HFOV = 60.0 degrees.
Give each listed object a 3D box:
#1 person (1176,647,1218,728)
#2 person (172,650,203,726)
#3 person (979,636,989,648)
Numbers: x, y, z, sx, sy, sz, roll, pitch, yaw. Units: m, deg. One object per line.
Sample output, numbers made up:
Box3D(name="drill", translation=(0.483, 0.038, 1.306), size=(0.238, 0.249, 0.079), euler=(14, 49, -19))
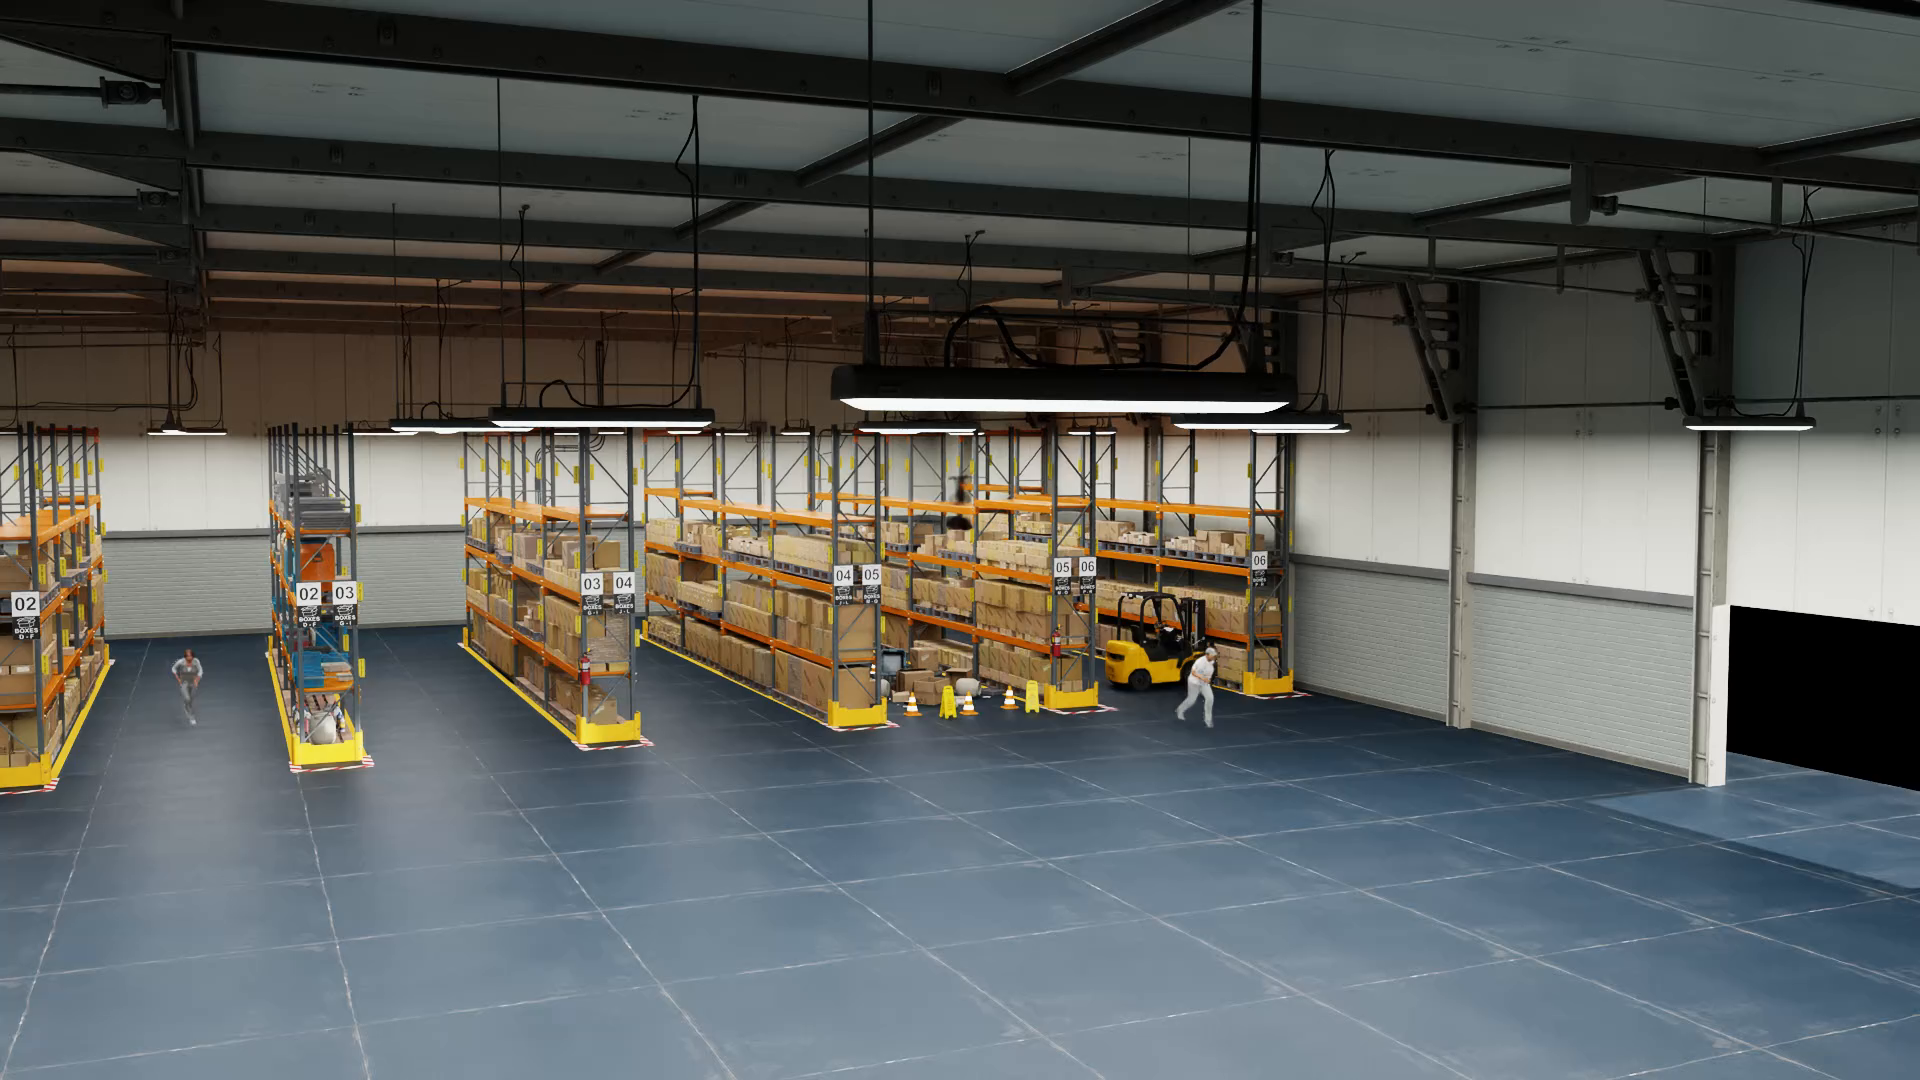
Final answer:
Box3D(name="person", translation=(4.755, 2.925, 33.281), size=(0.646, 1.628, 1.034), euler=(-3, 5, -43))
Box3D(name="person", translation=(-15.534, 2.937, 33.435), size=(0.556, 1.549, 0.891), euler=(-2, 4, -28))
Box3D(name="person", translation=(0.634, 2.161, 43.754), size=(0.722, 1.759, 1.096), euler=(-1, 4, -23))
